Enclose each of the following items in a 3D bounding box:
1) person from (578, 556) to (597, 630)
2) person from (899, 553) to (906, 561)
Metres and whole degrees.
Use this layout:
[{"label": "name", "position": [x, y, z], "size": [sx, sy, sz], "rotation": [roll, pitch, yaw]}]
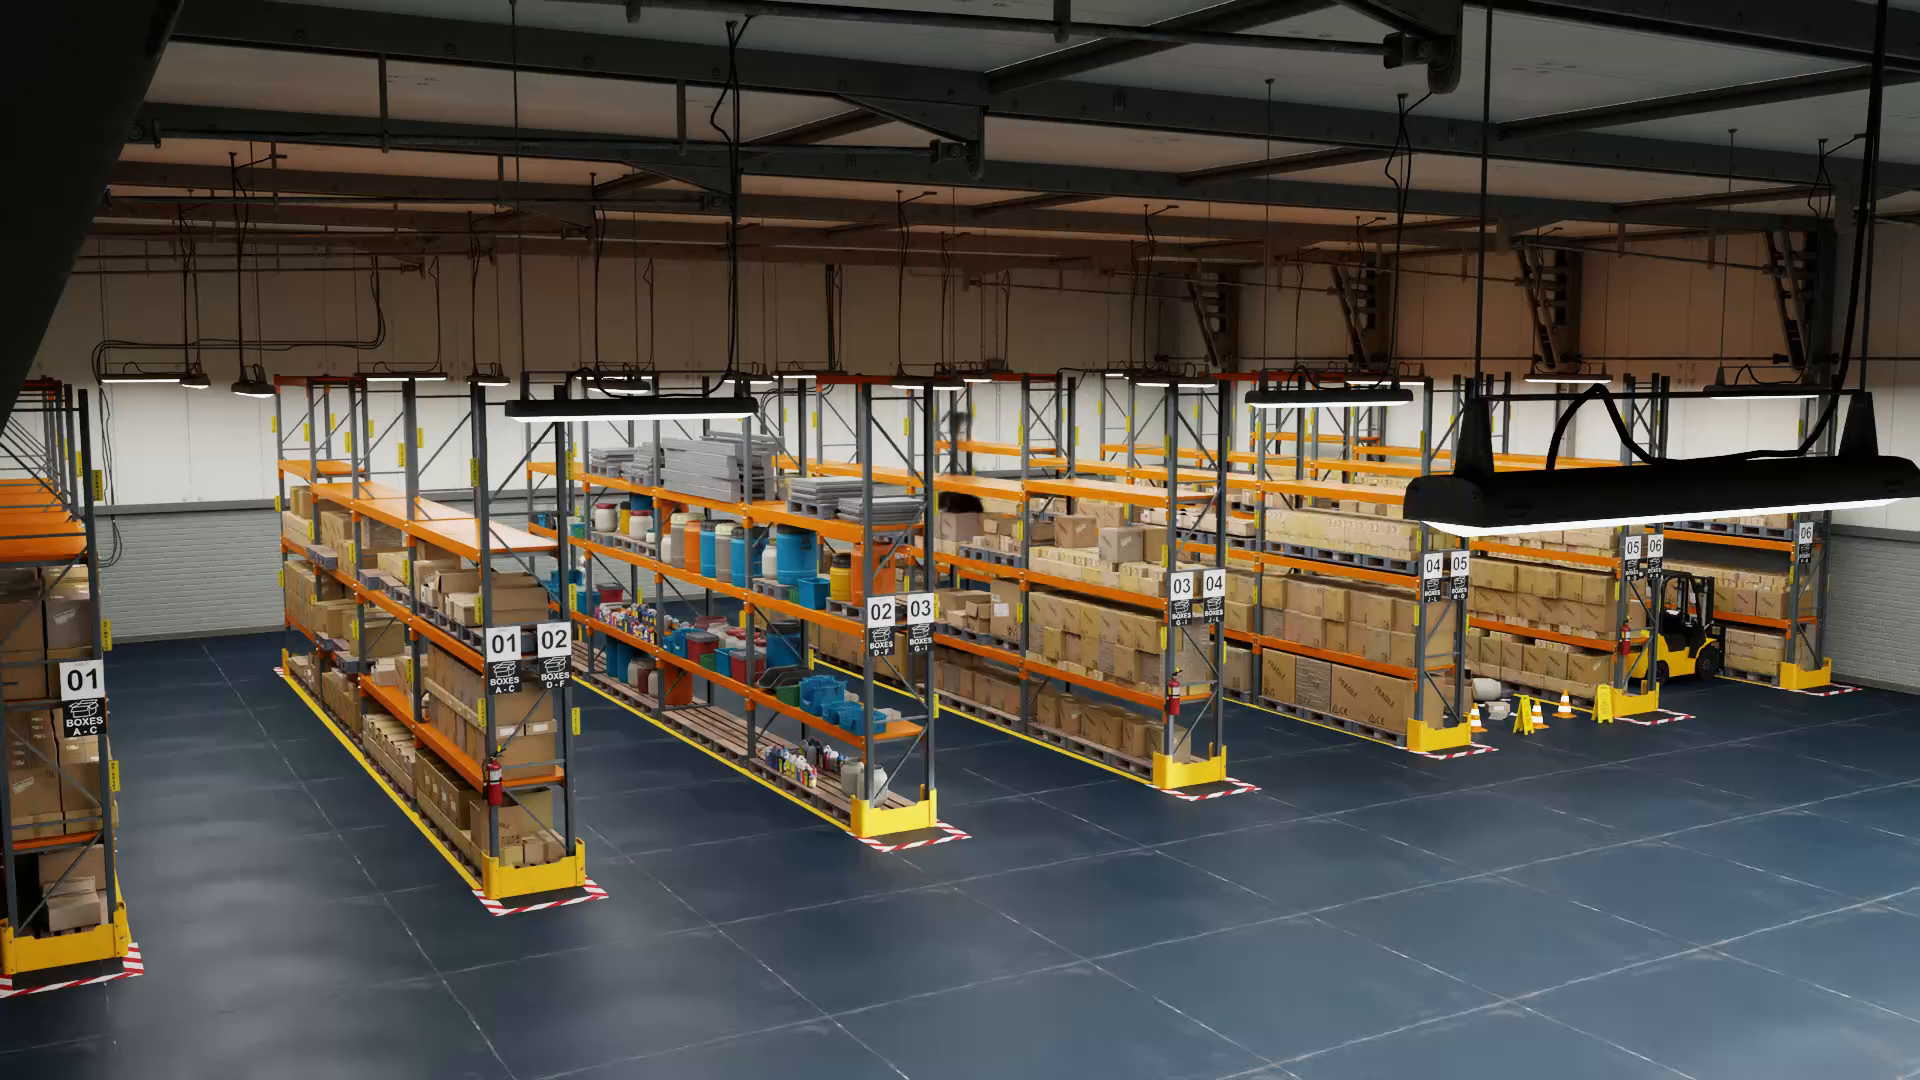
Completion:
[{"label": "person", "position": [-8.759, 1.235, 38.771], "size": [0.616, 1.740, 0.683], "rotation": [-1, 6, -5]}, {"label": "person", "position": [-1.439, 1.085, 40.498], "size": [0.683, 1.648, 0.532], "rotation": [-1, 6, -6]}]
